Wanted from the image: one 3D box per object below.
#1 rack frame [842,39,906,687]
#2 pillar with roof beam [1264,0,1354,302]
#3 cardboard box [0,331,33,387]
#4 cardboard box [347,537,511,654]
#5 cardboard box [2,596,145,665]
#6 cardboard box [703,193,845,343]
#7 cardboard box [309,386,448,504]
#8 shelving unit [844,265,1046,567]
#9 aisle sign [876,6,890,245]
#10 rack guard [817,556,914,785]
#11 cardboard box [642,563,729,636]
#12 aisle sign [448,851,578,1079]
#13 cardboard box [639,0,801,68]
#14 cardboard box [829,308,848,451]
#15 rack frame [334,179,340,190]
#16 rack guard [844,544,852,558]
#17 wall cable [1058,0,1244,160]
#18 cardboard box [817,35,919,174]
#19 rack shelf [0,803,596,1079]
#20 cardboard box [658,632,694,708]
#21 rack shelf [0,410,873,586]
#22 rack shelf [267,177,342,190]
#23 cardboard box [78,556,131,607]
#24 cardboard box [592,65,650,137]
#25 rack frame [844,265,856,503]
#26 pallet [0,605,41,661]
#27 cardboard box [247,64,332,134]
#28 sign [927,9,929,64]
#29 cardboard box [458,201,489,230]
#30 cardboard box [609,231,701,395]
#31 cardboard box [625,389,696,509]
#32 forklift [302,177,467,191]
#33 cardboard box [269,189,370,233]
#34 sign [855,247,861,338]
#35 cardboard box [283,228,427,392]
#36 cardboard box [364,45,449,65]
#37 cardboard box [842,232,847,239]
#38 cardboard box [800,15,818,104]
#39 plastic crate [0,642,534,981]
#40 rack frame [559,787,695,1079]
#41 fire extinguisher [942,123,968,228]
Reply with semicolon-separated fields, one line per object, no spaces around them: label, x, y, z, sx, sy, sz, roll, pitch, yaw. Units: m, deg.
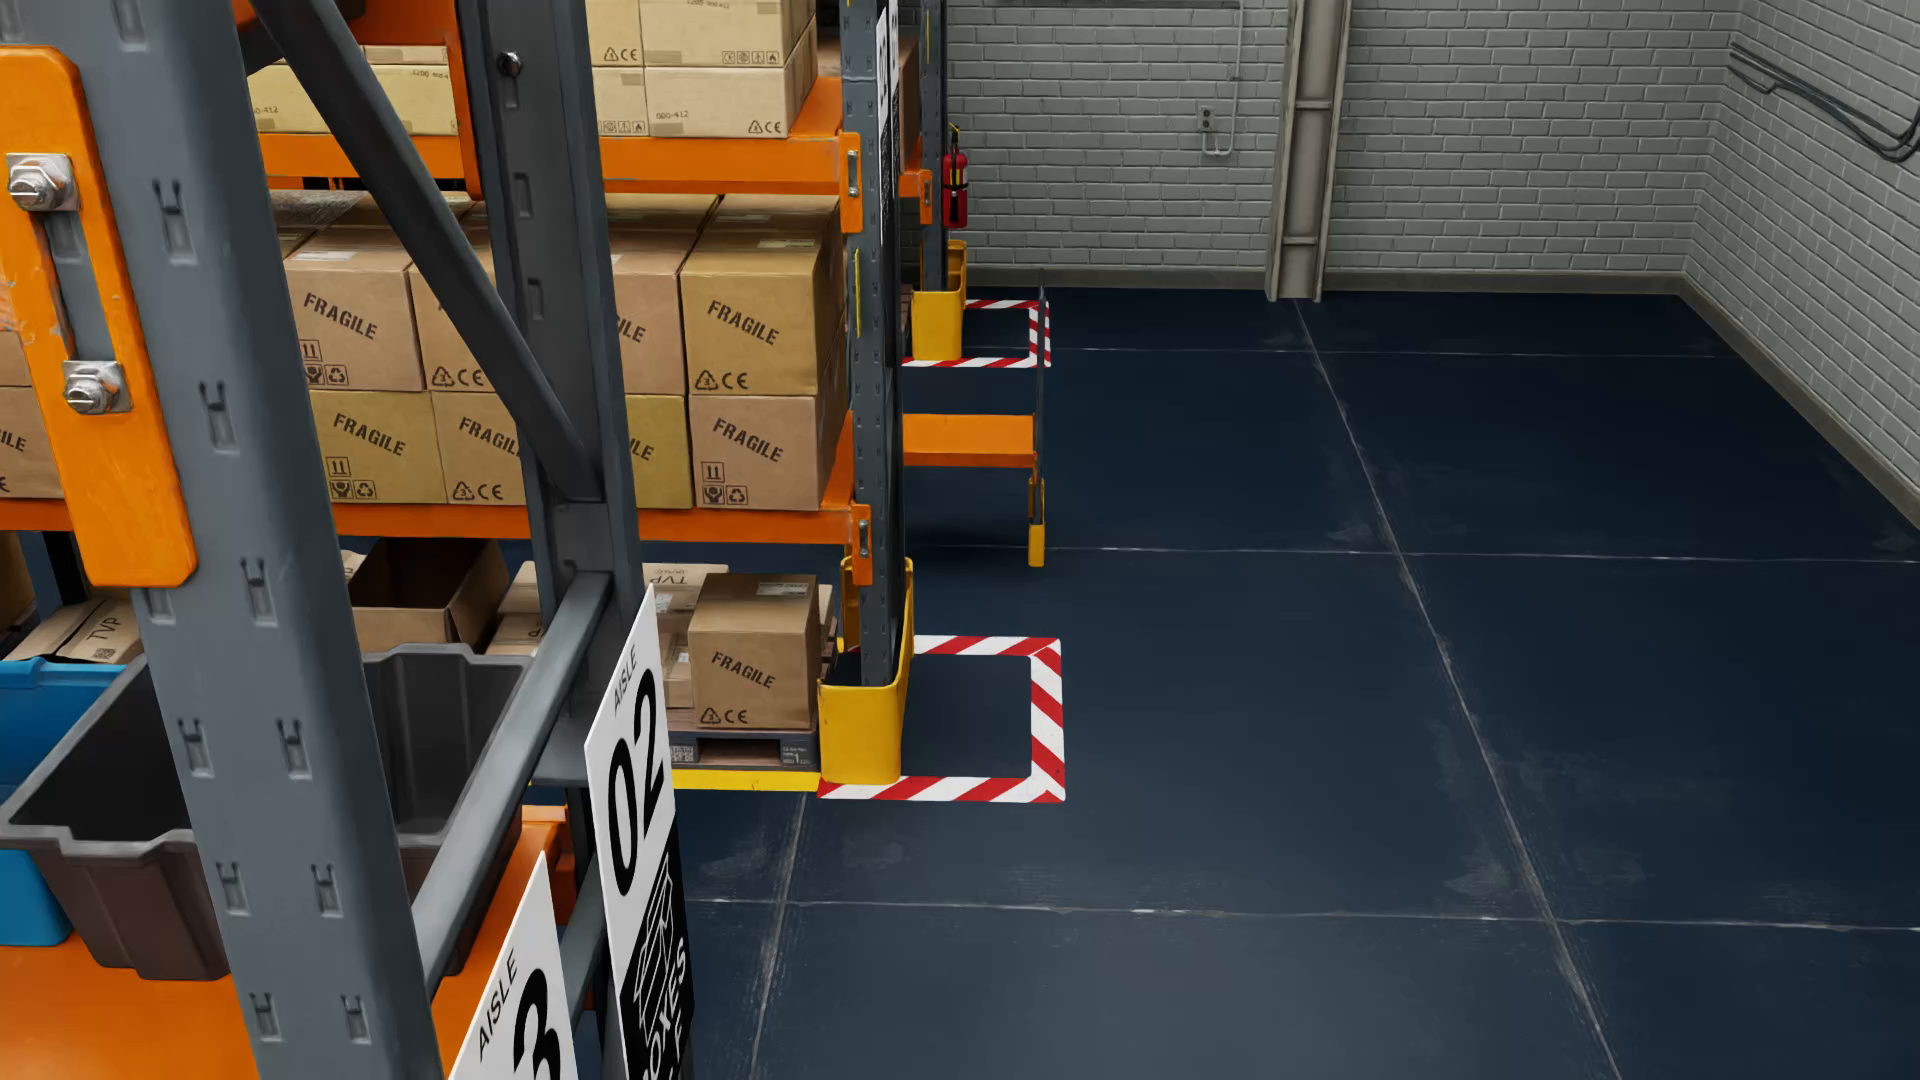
rack frame;-0.341;-0.532;7.051;0.127;3.000;1.000;1;28;2
pillar with roof beam;2.407;-3.847;6.899;0.400;9.000;9.100;1;28;2
cardboard box;-3.877;-0.945;6.655;0.500;0.500;0.500;2;28;3
cardboard box;-2.460;0.339;7.604;0.637;0.503;0.797;1;28;2
cardboard box;-3.926;0.503;7.499;0.500;0.311;0.500;1;28;2
cardboard box;-0.775;-1.149;7.040;0.500;0.500;0.500;2;28;3
cardboard box;-2.318;-0.482;6.851;0.500;0.500;0.500;1;28;1
shelving unit;-0.076;-0.664;8.901;1.083;1.500;0.587;1;28;2
aisle sign;-0.283;-1.536;6.170;0.004;0.787;0.394;1;28;2
rack guard;-0.417;0.571;7.639;0.348;0.500;1.175;1;28;2
cardboard box;-1.374;0.338;7.875;0.500;0.250;0.500;1;28;2
aisle sign;-0.458;0.776;1.808;0.004;0.787;0.394;1;28;2
cardboard box;-0.863;-1.901;6.058;0.500;0.250;0.500;1;28;2
cardboard box;-0.775;-0.707;7.275;0.500;0.500;0.500;2;28;3
rack frame;-4.167;-2.917;11.550;0.127;3.000;1.000;1;28;2
rack guard;-0.574;-0.120;9.209;0.087;0.250;0.587;1;28;2
wall cable;1.143;-3.721;11.983;1.851;1.984;0.084;1;28;2
cardboard box;-0.680;-2.987;11.362;0.700;0.700;0.980;2;28;4
rack shelf;-2.518;0.746;2.206;4.000;0.370;1.077;1;28;2
cardboard box;-1.294;0.583;7.503;0.250;0.166;0.380;1;28;2
rack shelf;-2.339;-0.247;7.282;4.000;0.370;1.077;1;28;2
rack shelf;-6.166;-2.632;11.781;4.000;0.370;1.077;1;28;2
cardboard box;-3.759;0.188;7.891;0.500;0.500;0.500;1;28;2
cardboard box;-1.363;-1.690;6.192;0.500;0.250;0.500;1;28;2
rack frame;-0.593;-0.672;8.917;0.032;1.500;0.500;1;28;2
pallet;-5.152;0.638;7.821;1.213;0.211;1.003;1;28;2
cardboard box;-2.362;-1.708;6.226;0.500;0.250;0.500;1;28;2
sign;-0.203;-3.213;10.620;0.005;0.325;0.100;1;28;2
cardboard box;-1.797;-1.165;7.070;0.500;0.500;0.500;1;28;3
cardboard box;-1.300;-0.905;6.580;0.500;0.500;0.500;2;28;3
cardboard box;-1.317;-0.463;6.815;0.500;0.500;0.500;1;28;2
forklift;-3.494;-1.757;9.435;3.031;2.935;1.130;8;29;14
cardboard box;-2.808;-1.181;7.102;0.500;0.500;0.500;1;28;2
sign;-0.380;-0.924;6.217;0.005;0.325;0.100;1;28;2
cardboard box;-2.332;-0.920;6.608;0.500;0.500;0.500;2;28;3
cardboard box;-1.862;-1.919;6.092;0.500;0.250;0.500;1;28;2
cardboard box;-0.741;-2.275;11.867;0.250;0.149;0.380;1;28;2
cardboard box;-0.845;-1.919;6.624;0.500;0.250;0.500;1;28;2
plastic crate;-0.894;0.382;2.264;0.590;0.269;0.497;1;28;2
rack frame;-0.519;1.786;2.678;0.127;3.000;1.000;1;28;2
fire extinguisher;-0.035;-2.433;11.119;0.183;0.674;0.296;1;28;2
